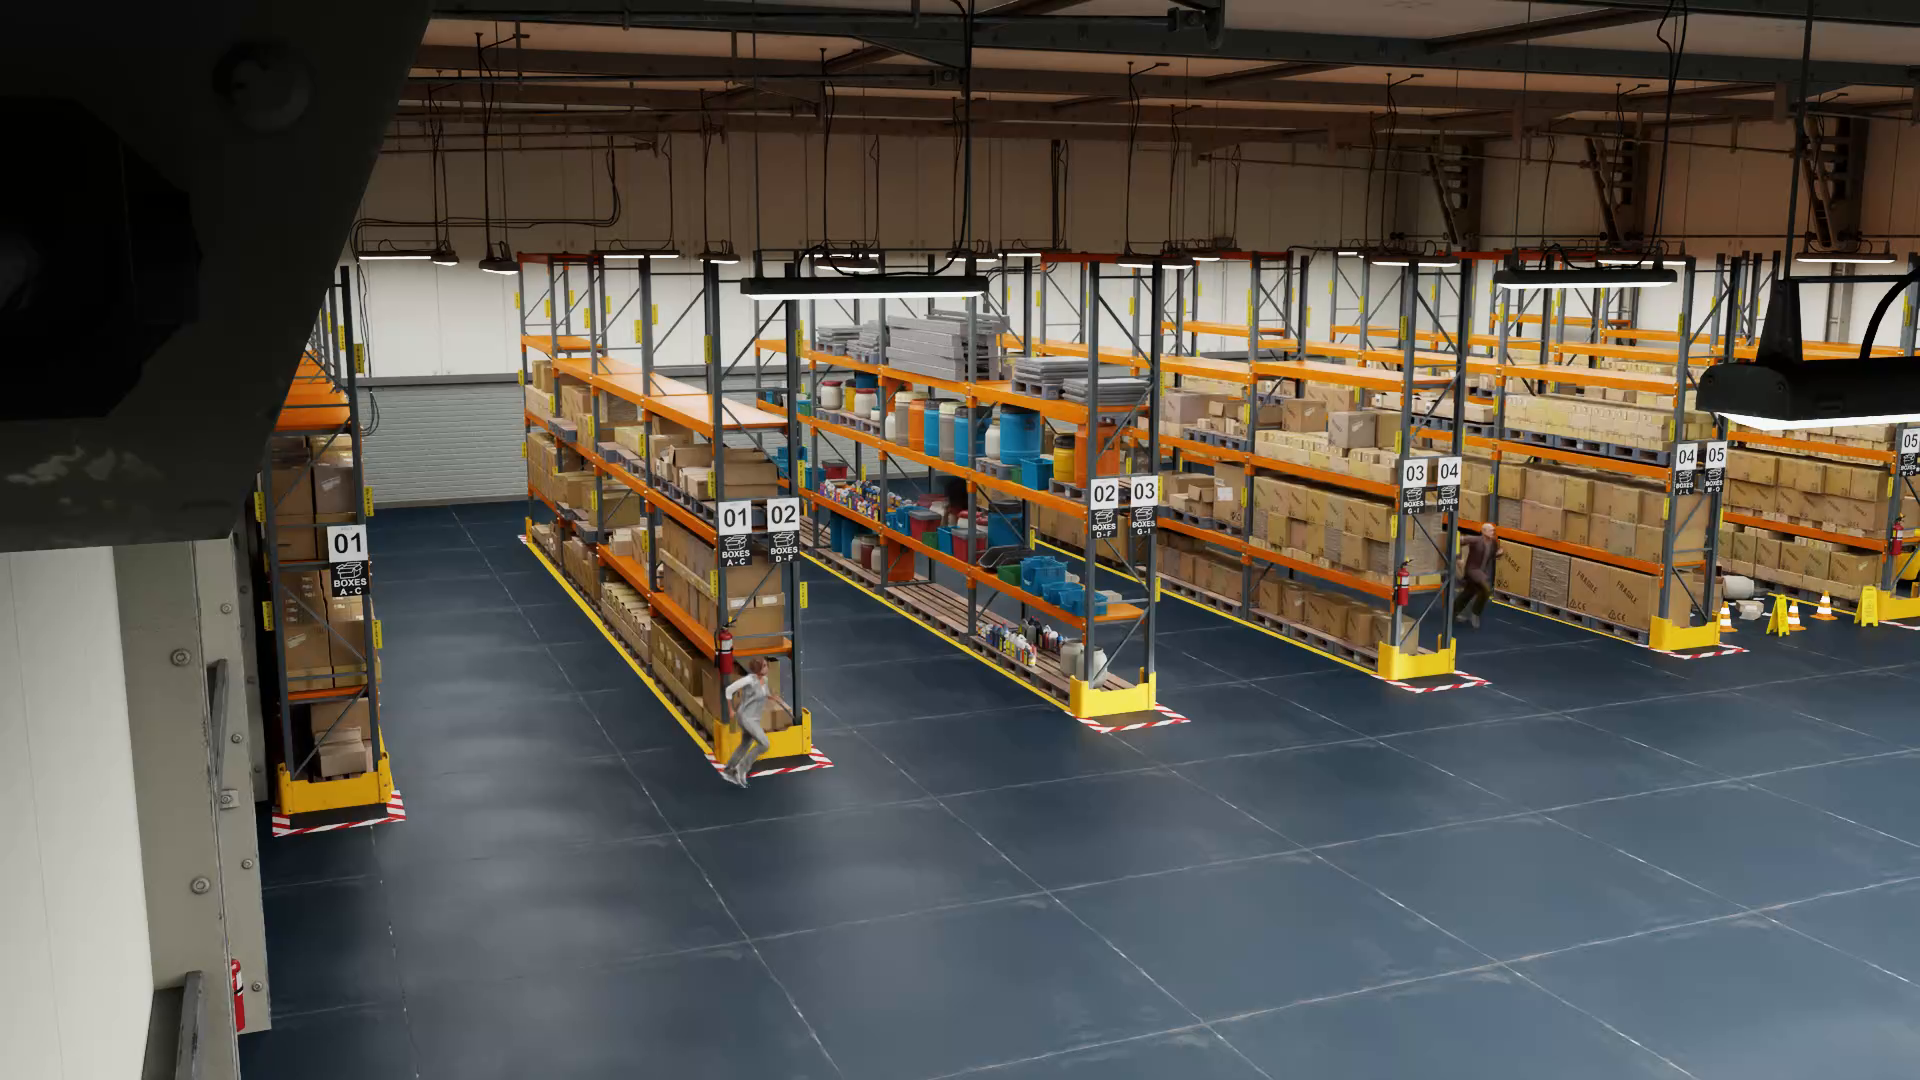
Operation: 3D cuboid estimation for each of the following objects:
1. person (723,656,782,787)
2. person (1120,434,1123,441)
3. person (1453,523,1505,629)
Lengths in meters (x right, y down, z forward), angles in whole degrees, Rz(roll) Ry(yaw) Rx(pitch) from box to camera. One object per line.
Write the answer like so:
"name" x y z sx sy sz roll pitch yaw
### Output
"person" -2.405 2.086 19.206 0.742 1.549 0.507 3 11 15
"person" 3.838 -1.824 40.655 0.554 1.597 0.754 7 13 34
"person" 8.403 0.556 27.155 0.691 1.740 0.991 -8 13 -39
